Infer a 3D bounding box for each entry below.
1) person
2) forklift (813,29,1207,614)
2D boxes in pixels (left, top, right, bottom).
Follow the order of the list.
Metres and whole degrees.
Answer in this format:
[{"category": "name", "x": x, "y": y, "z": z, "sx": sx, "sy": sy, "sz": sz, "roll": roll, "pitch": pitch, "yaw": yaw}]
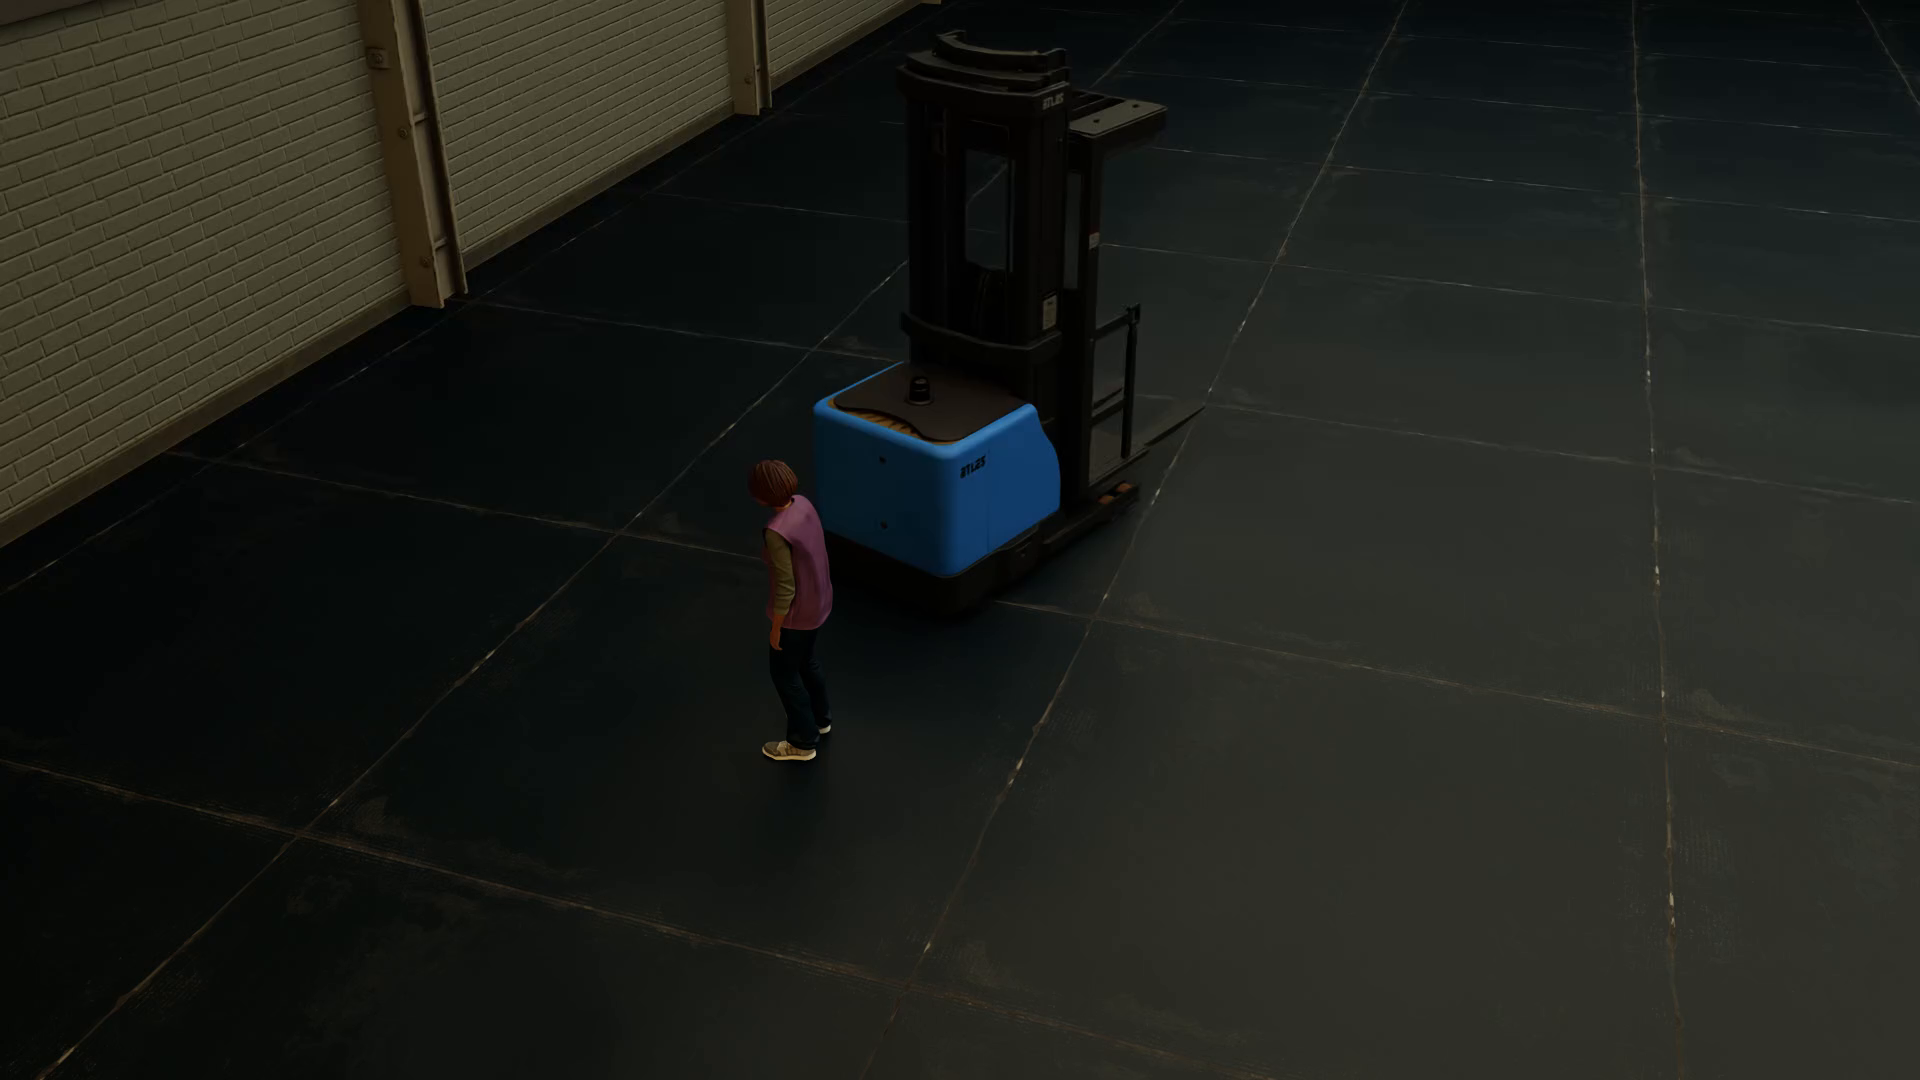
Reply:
[{"category": "person", "x": -0.786, "y": 0.334, "z": 7.903, "sx": 0.347, "sy": 1.592, "sz": 0.474, "roll": 9, "pitch": 31, "yaw": 15}, {"category": "forklift", "x": 0.472, "y": -1.524, "z": 9.810, "sx": 1.130, "sy": 2.935, "sz": 3.031, "roll": 21, "pitch": 36, "yaw": 33}]
